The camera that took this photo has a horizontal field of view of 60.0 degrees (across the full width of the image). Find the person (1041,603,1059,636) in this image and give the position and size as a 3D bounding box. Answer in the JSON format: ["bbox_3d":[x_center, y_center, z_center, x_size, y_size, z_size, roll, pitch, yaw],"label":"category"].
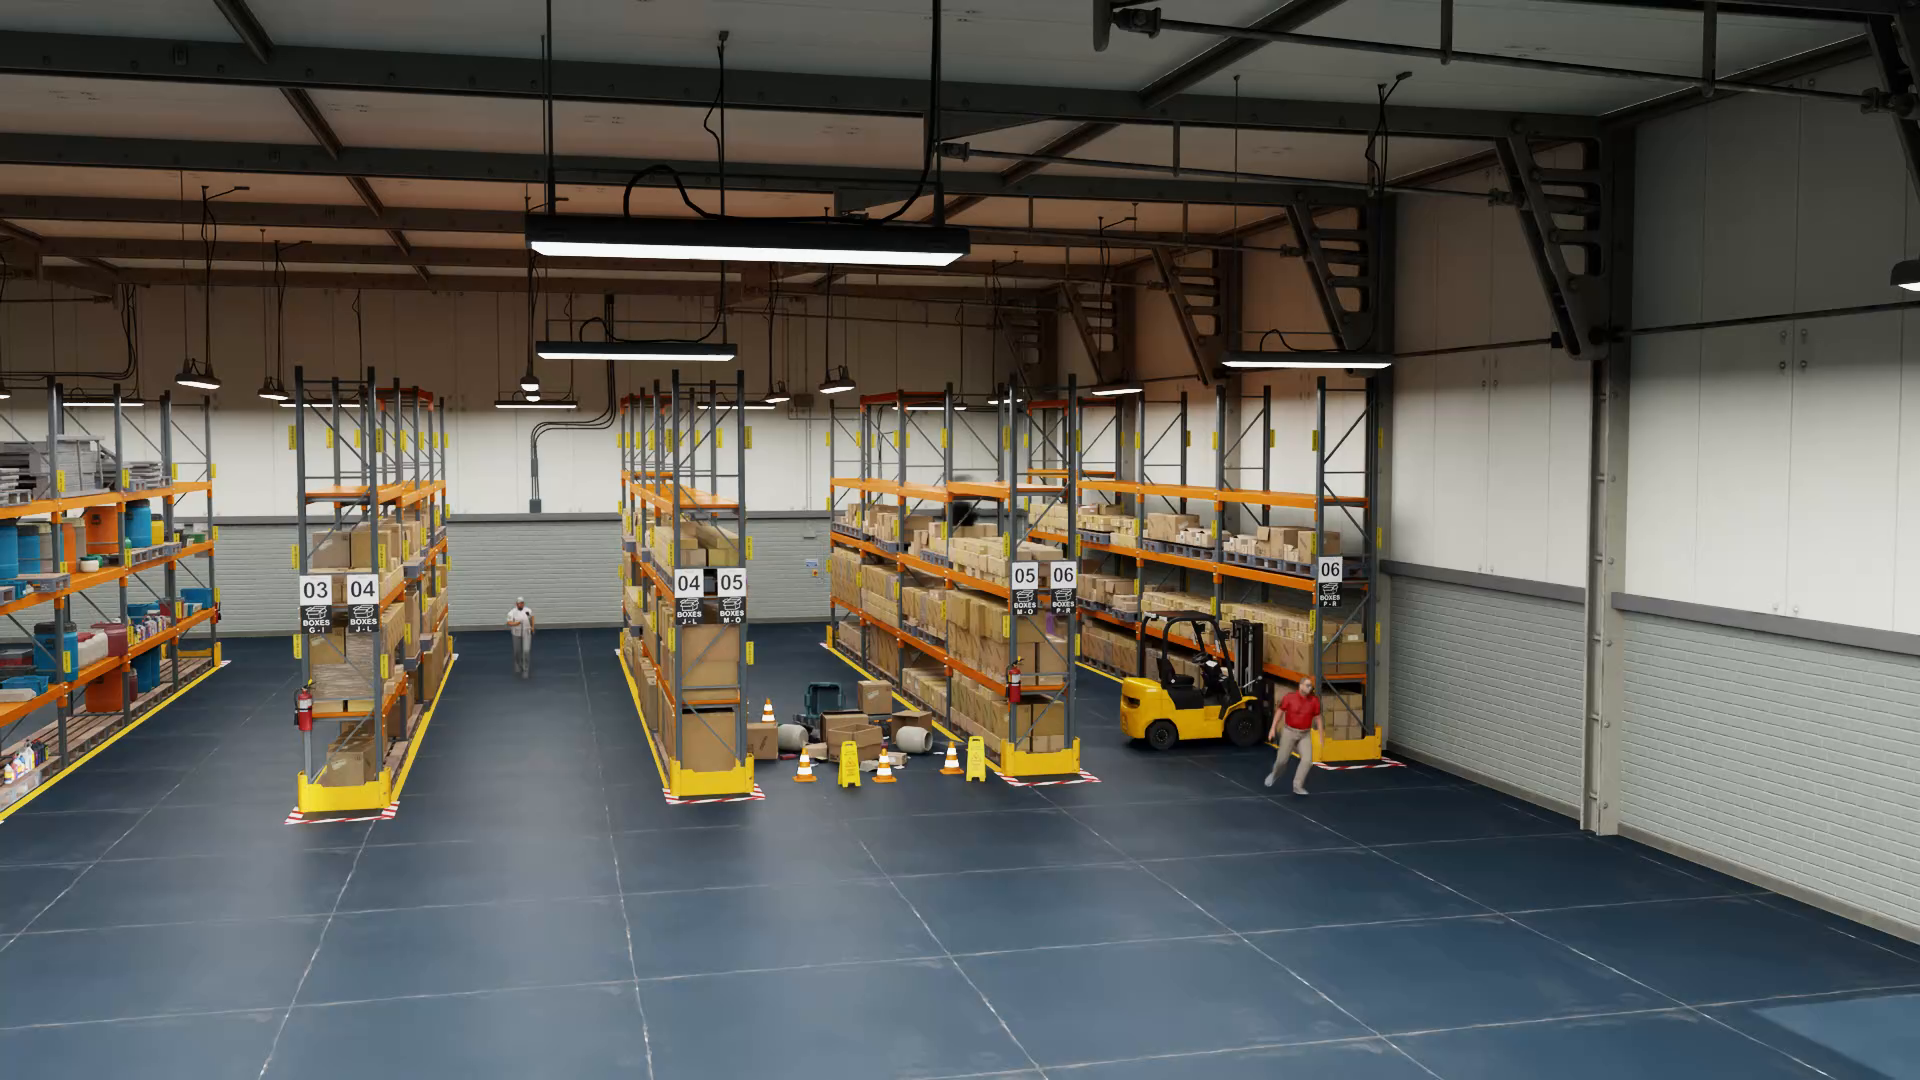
[{"bbox_3d":[1.909,2.114,35.689,0.548,1.535,0.512,-2,4,-32],"label":"person"}]

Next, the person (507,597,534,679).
[{"bbox_3d":[-9.340,2.057,35.366,0.569,1.705,0.854,-1,4,-15],"label":"person"}]

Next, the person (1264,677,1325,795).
[{"bbox_3d":[4.742,2.752,23.685,0.739,1.668,0.727,-1,3,-10],"label":"person"}]
